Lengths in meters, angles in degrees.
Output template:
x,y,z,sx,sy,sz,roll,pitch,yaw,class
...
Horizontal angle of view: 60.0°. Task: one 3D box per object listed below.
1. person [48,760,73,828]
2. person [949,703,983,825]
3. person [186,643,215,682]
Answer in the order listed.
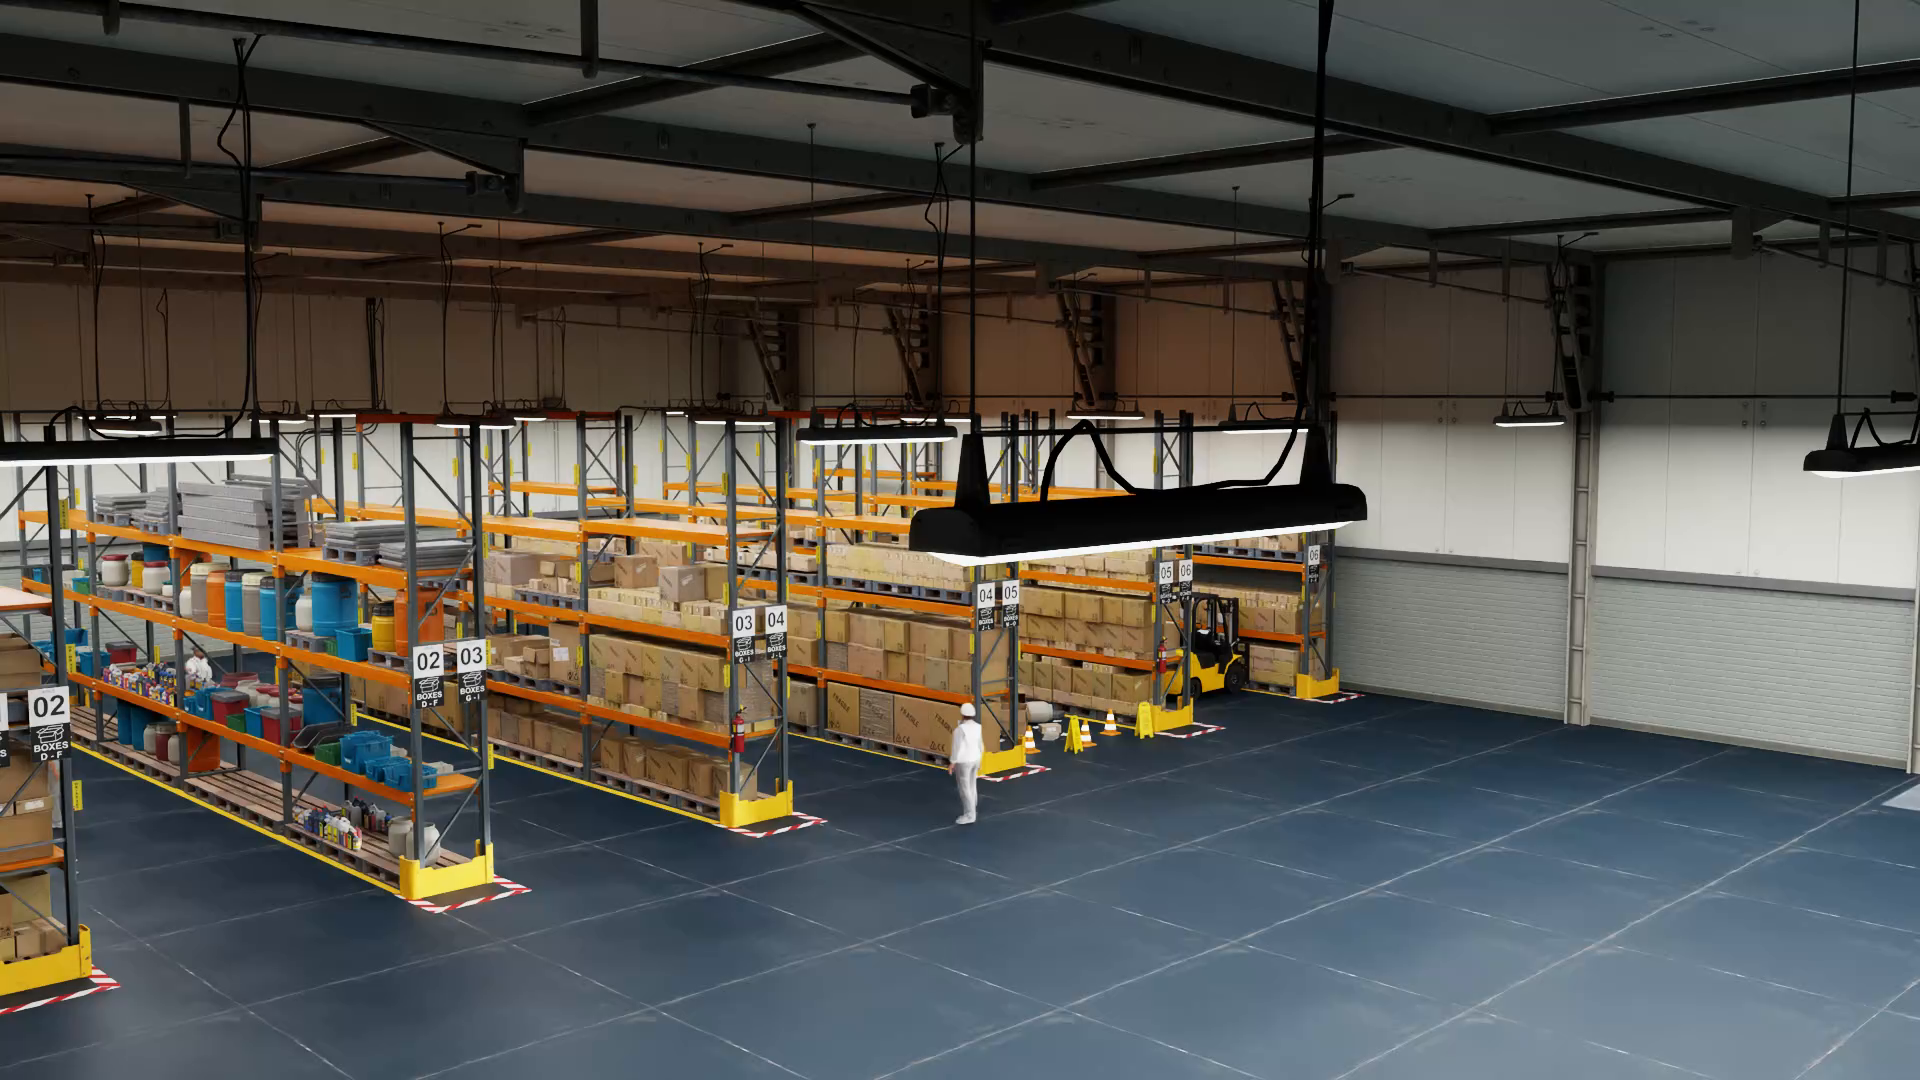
x,y,z,sx,sy,sz,roll,pitch,yaw,class
-13.279,3.385,24.406,0.449,1.668,0.513,0,5,0,person
0.096,3.307,24.692,0.398,1.794,0.574,4,7,42,person
-14.148,2.774,30.972,0.995,1.729,0.514,4,6,38,person
